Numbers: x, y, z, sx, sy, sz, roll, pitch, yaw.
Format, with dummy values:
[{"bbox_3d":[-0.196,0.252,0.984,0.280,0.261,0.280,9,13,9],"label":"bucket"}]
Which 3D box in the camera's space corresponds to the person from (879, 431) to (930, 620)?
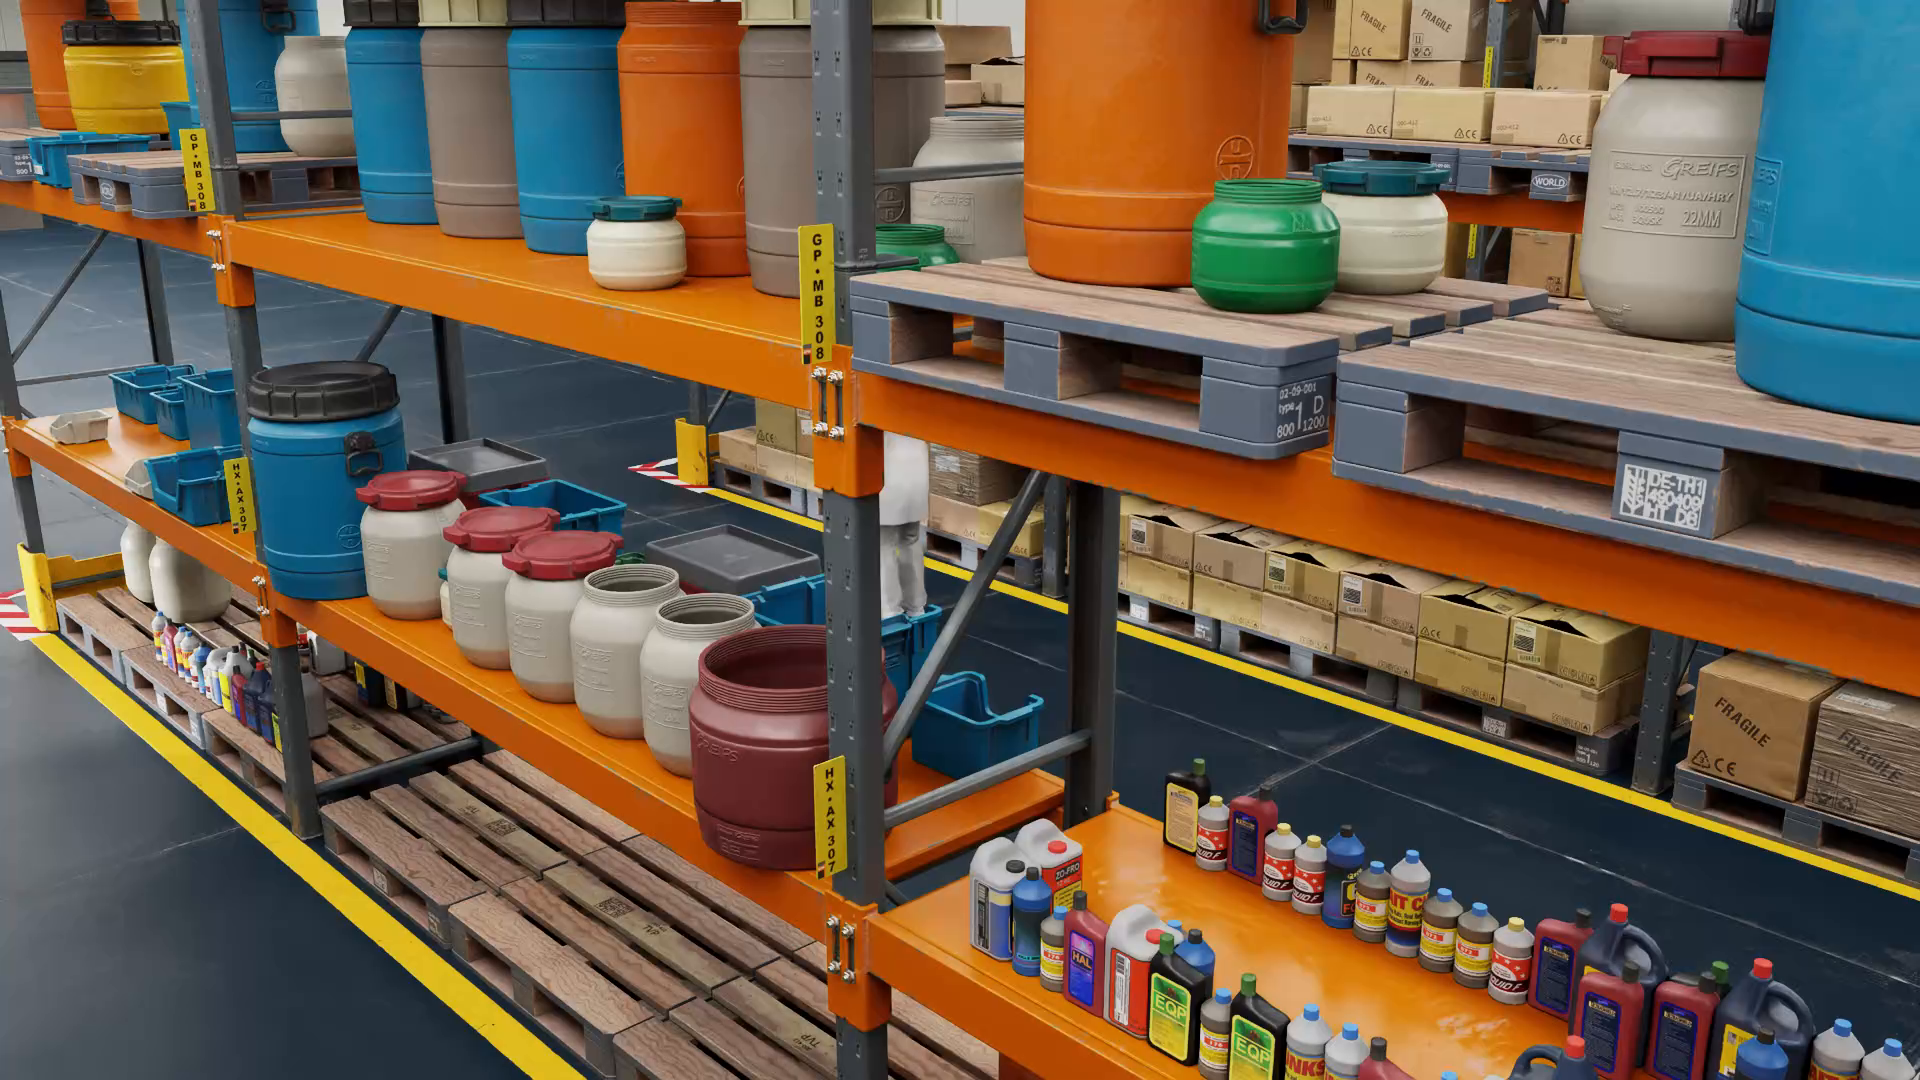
[{"bbox_3d":[-0.453,-0.370,10.275,0.529,1.775,0.554,-15,23,-40],"label":"person"}]
